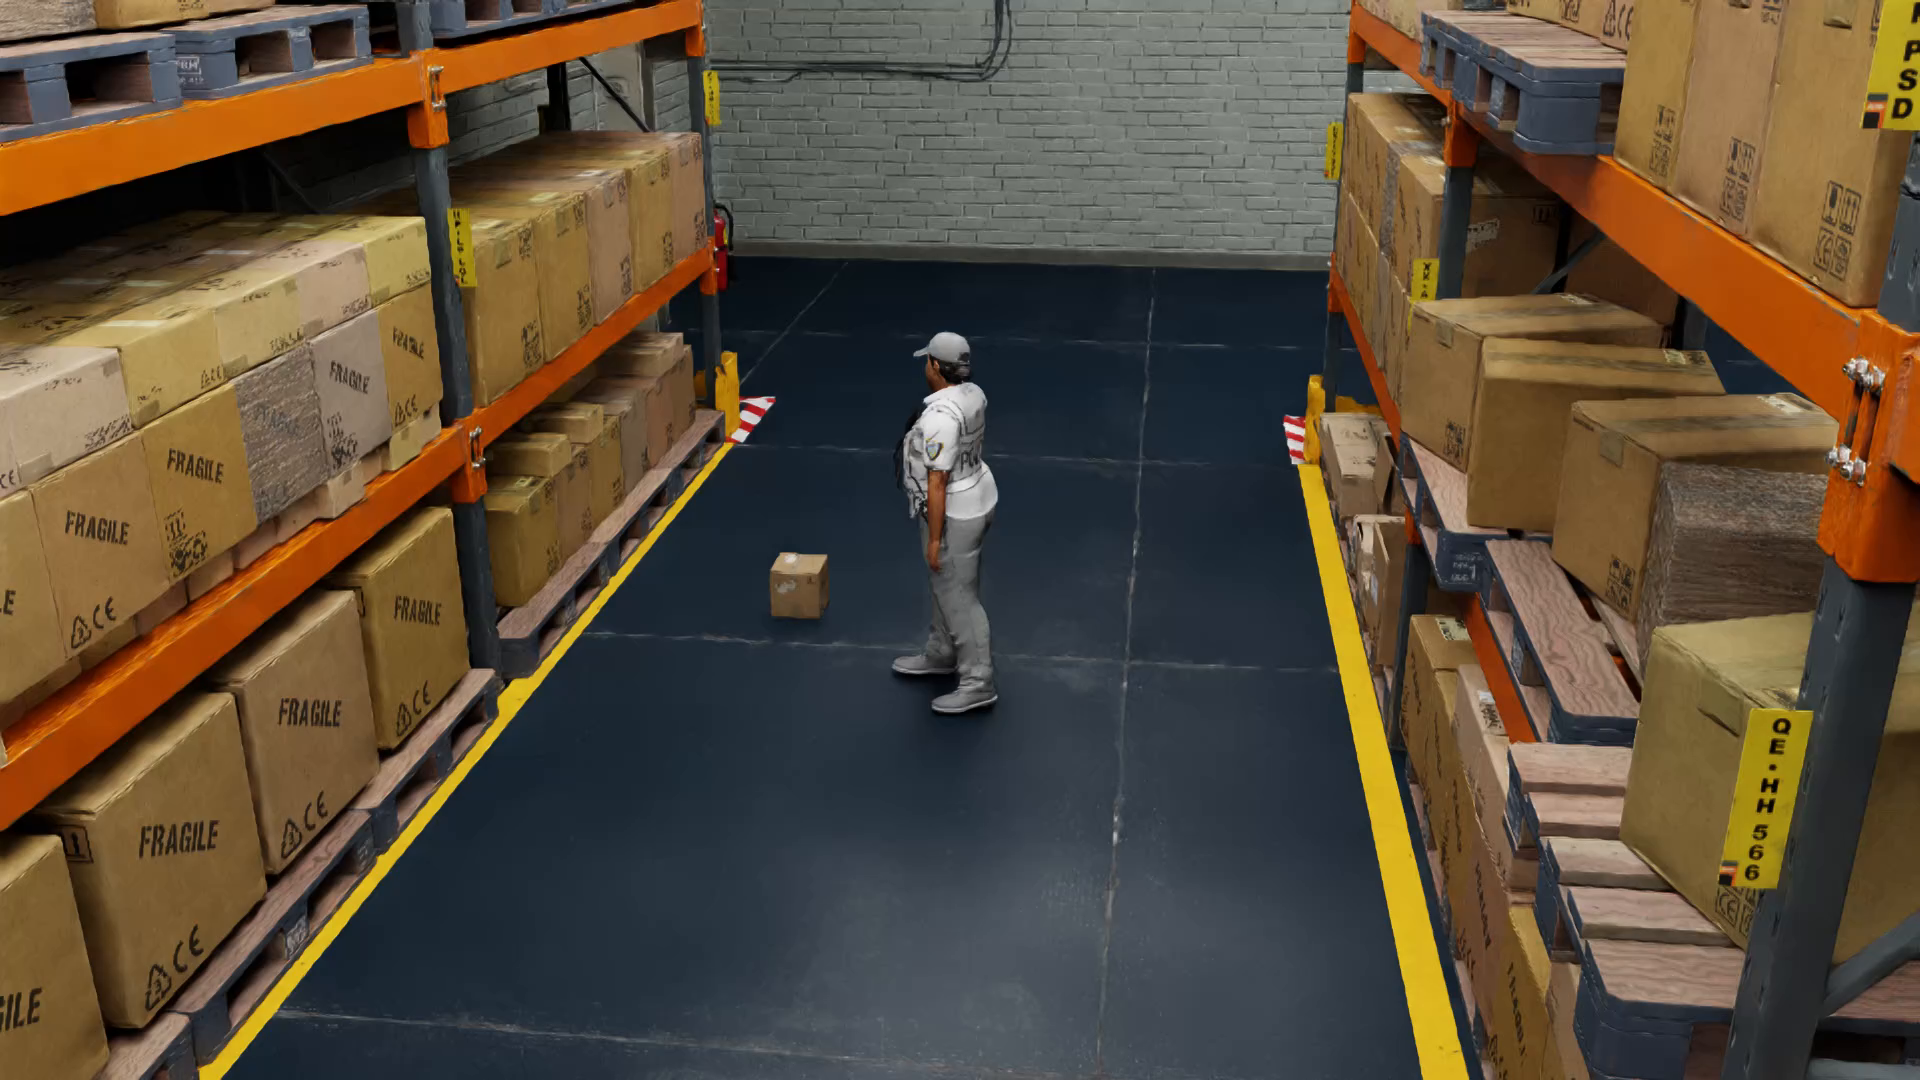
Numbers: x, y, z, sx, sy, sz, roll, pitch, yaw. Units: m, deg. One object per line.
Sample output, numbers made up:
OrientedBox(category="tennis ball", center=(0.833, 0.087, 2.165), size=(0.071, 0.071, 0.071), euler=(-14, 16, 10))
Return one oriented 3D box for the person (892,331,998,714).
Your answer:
OrientedBox(category="person", center=(-0.063, -0.111, 7.331), size=(0.559, 1.655, 0.600), euler=(6, 22, 15))
